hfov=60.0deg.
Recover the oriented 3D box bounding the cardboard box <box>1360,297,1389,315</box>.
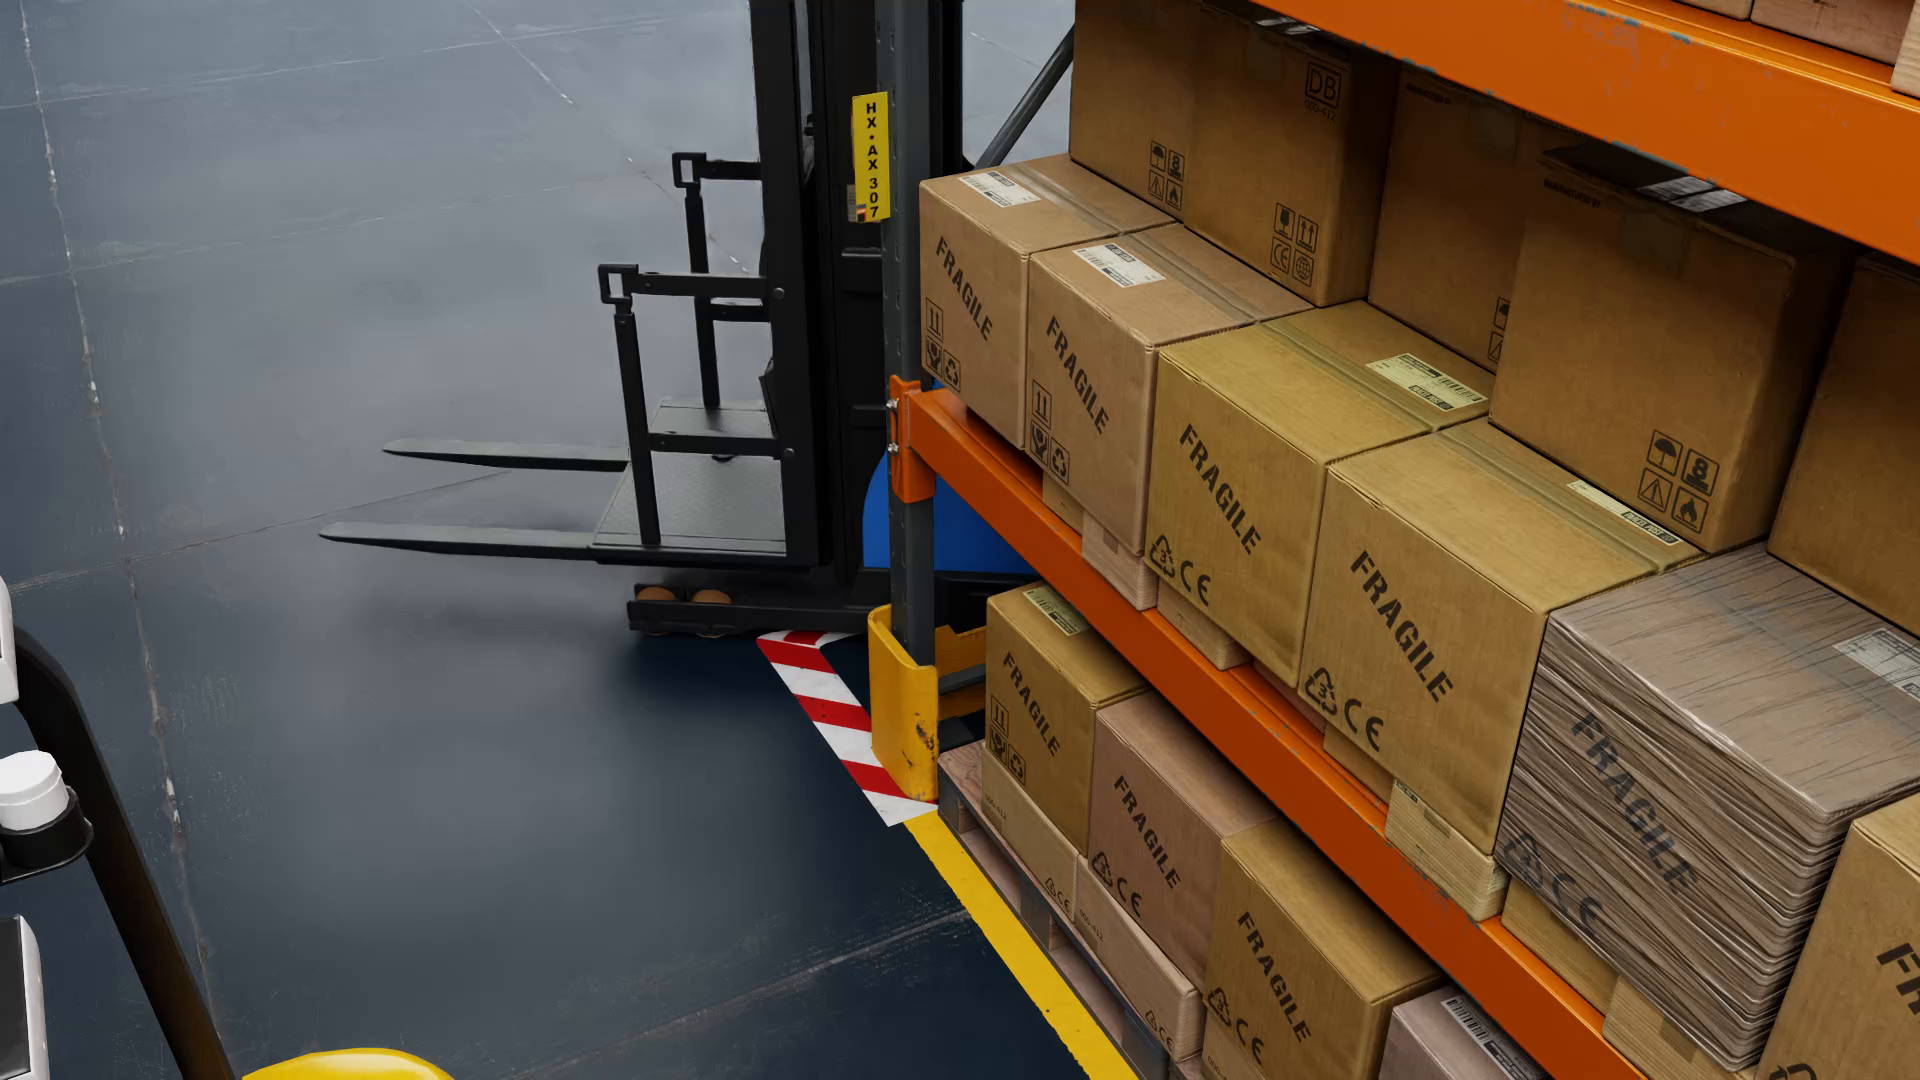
[{"bbox_3d":[0.989,-0.463,3.824,0.500,0.500,0.500,-16,36,-23],"label":"cardboard box"}]

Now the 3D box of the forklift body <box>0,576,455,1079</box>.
[{"bbox_3d":[-1.629,1.328,2.184,2.313,2.155,1.214,-16,36,-23],"label":"forklift body"}]

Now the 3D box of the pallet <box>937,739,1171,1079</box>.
[{"bbox_3d":[0.646,0.881,4.679,1.003,0.211,1.213,-16,36,-23],"label":"pallet"}]

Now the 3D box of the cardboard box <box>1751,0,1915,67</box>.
[{"bbox_3d":[1.197,-0.688,1.995,0.380,0.149,0.250,-15,36,-22],"label":"cardboard box"}]

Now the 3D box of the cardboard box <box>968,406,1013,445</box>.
[{"bbox_3d":[0.238,-0.406,4.336,0.380,0.149,0.250,-16,36,-23],"label":"cardboard box"}]

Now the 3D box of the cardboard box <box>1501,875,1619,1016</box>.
[{"bbox_3d":[1.139,0.598,2.768,0.380,0.149,0.250,-17,36,-24],"label":"cardboard box"}]

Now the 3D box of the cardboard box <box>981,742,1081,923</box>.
[{"bbox_3d":[0.394,0.710,4.521,0.500,0.250,0.500,-16,36,-23],"label":"cardboard box"}]

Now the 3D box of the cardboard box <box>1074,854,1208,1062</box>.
[{"bbox_3d":[0.626,0.955,4.138,0.500,0.250,0.500,-15,35,-21],"label":"cardboard box"}]

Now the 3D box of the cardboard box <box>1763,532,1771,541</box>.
[{"bbox_3d":[1.439,0.023,3.065,0.500,0.500,0.500,-15,36,-23],"label":"cardboard box"}]

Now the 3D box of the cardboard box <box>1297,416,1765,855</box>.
[{"bbox_3d":[0.966,0.132,2.894,0.500,0.500,0.500,-17,36,-24],"label":"cardboard box"}]

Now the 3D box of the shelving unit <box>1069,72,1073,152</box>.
[{"bbox_3d":[0.910,-0.944,6.334,0.538,1.500,1.048,-19,37,-27],"label":"shelving unit"}]

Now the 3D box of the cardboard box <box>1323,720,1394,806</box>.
[{"bbox_3d":[0.921,0.350,3.156,0.380,0.149,0.250,-17,36,-24],"label":"cardboard box"}]

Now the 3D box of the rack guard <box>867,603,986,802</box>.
[{"bbox_3d":[0.298,0.363,5.220,1.175,0.500,0.348,-16,36,-23],"label":"rack guard"}]

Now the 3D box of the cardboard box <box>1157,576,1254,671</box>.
[{"bbox_3d":[0.648,0.106,3.537,0.380,0.149,0.250,-15,36,-22],"label":"cardboard box"}]

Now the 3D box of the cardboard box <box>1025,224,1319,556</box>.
[{"bbox_3d":[0.483,-0.351,3.649,0.500,0.500,0.500,-15,35,-22],"label":"cardboard box"}]

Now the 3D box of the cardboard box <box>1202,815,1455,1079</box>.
[{"bbox_3d":[0.880,0.895,3.537,0.500,0.500,0.500,-15,36,-22],"label":"cardboard box"}]

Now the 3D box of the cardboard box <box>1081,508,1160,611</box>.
[{"bbox_3d":[0.498,-0.009,3.717,0.380,0.149,0.250,-15,36,-22],"label":"cardboard box"}]

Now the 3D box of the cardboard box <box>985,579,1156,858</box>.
[{"bbox_3d":[0.406,0.405,4.302,0.500,0.500,0.500,-17,36,-25],"label":"cardboard box"}]

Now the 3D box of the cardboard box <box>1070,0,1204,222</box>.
[{"bbox_3d":[0.694,-1.125,3.931,0.700,0.500,0.500,-17,36,-24],"label":"cardboard box"}]

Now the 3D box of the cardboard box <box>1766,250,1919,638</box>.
[{"bbox_3d":[1.685,-0.166,2.433,0.700,0.500,0.500,-17,36,-24],"label":"cardboard box"}]

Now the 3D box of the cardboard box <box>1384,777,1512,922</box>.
[{"bbox_3d":[0.987,0.485,2.946,0.380,0.149,0.250,-16,36,-23],"label":"cardboard box"}]

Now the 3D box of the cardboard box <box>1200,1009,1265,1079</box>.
[{"bbox_3d":[0.891,1.212,3.737,0.500,0.250,0.500,-13,35,-20],"label":"cardboard box"}]

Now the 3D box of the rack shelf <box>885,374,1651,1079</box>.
[{"bbox_3d":[1.195,0.531,3.307,1.077,0.370,4.000,-16,36,-23],"label":"rack shelf"}]

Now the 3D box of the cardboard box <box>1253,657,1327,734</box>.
[{"bbox_3d":[0.825,0.217,3.364,0.380,0.149,0.250,-15,35,-22],"label":"cardboard box"}]

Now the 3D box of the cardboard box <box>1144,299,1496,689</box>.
[{"bbox_3d":[0.721,-0.108,3.270,0.500,0.500,0.500,-17,36,-24],"label":"cardboard box"}]

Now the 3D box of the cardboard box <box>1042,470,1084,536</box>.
[{"bbox_3d":[0.420,-0.142,3.924,0.380,0.149,0.250,-17,36,-25],"label":"cardboard box"}]

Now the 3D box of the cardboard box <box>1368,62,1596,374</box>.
[{"bbox_3d":[1.252,-0.664,3.211,0.700,0.500,0.500,-16,36,-24],"label":"cardboard box"}]

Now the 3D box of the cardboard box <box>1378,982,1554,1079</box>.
[{"bbox_3d":[1.137,1.148,3.142,0.500,0.500,0.500,-14,35,-21],"label":"cardboard box"}]

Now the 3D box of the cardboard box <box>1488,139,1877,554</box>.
[{"bbox_3d":[1.362,-0.391,2.785,0.700,0.500,0.500,-16,36,-23],"label":"cardboard box"}]

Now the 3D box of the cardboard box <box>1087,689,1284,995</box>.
[{"bbox_3d":[0.653,0.653,3.914,0.500,0.500,0.500,-17,36,-25],"label":"cardboard box"}]

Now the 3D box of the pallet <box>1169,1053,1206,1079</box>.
[{"bbox_3d":[1.211,1.463,3.771,1.003,0.211,1.213,-16,36,-23],"label":"pallet"}]

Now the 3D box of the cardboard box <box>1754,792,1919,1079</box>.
[{"bbox_3d":[1.455,0.622,2.130,0.500,0.500,0.500,-15,35,-22],"label":"cardboard box"}]

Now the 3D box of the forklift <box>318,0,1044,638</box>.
[{"bbox_3d":[-0.730,-1.177,5.370,3.031,2.935,1.130,3,33,4],"label":"forklift"}]

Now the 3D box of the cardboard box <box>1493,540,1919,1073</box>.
[{"bbox_3d":[1.209,0.376,2.514,0.500,0.500,0.500,-15,36,-22],"label":"cardboard box"}]

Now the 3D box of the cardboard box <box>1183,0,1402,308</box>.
[{"bbox_3d":[0.923,-0.882,3.551,0.700,0.500,0.500,-16,36,-23],"label":"cardboard box"}]

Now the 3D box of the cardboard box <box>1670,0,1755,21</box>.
[{"bbox_3d":[1.074,-0.810,2.186,0.380,0.149,0.250,-16,36,-24],"label":"cardboard box"}]

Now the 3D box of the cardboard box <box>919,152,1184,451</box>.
[{"bbox_3d":[0.238,-0.597,4.034,0.500,0.500,0.500,-16,36,-24],"label":"cardboard box"}]

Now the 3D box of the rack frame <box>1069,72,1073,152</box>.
[{"bbox_3d":[0.633,-1.174,6.693,0.500,1.500,0.032,-19,37,-27],"label":"rack frame"}]

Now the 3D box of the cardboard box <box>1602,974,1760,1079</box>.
[{"bbox_3d":[1.232,0.728,2.566,0.380,0.149,0.250,-16,36,-24],"label":"cardboard box"}]

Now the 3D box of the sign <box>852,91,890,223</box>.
[{"bbox_3d":[-0.217,-0.954,4.156,0.100,0.325,0.005,-16,36,-23],"label":"sign"}]

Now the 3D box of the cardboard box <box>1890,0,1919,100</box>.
[{"bbox_3d":[1.244,-0.543,1.769,0.380,0.149,0.250,-15,36,-22],"label":"cardboard box"}]

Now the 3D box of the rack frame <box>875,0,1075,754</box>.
[{"bbox_3d":[0.263,-0.726,4.602,1.000,3.000,0.127,-16,36,-23],"label":"rack frame"}]

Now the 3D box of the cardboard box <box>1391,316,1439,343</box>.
[{"bbox_3d":[1.219,-0.224,3.450,0.500,0.500,0.500,-16,36,-23],"label":"cardboard box"}]
